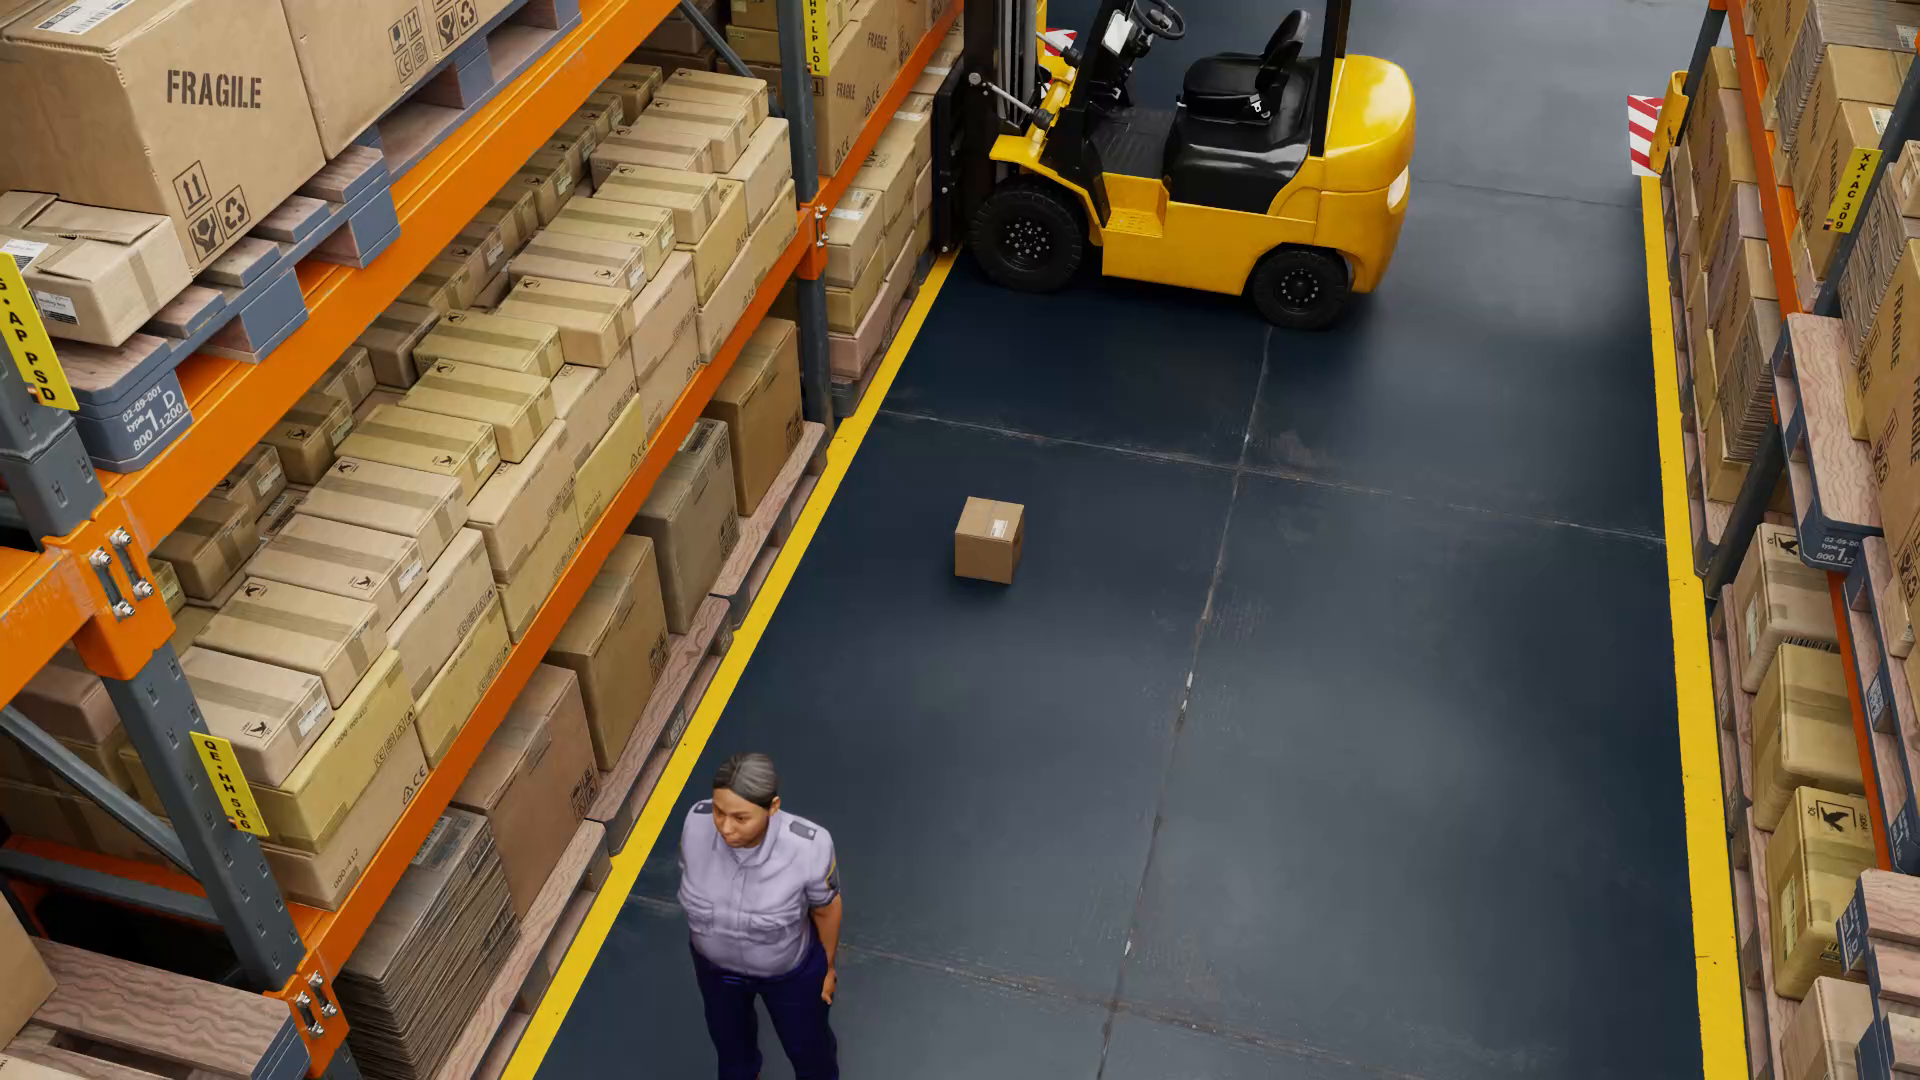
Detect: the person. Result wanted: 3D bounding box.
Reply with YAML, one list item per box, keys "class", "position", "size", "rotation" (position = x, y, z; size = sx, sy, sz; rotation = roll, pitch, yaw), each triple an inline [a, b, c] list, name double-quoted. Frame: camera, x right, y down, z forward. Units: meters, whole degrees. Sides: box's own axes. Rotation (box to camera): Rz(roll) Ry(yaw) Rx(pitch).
- class: "person"
  position: [-0.579, 1.206, 4.796]
  size: [0.482, 1.651, 0.364]
  rotation: [9, 42, 10]
